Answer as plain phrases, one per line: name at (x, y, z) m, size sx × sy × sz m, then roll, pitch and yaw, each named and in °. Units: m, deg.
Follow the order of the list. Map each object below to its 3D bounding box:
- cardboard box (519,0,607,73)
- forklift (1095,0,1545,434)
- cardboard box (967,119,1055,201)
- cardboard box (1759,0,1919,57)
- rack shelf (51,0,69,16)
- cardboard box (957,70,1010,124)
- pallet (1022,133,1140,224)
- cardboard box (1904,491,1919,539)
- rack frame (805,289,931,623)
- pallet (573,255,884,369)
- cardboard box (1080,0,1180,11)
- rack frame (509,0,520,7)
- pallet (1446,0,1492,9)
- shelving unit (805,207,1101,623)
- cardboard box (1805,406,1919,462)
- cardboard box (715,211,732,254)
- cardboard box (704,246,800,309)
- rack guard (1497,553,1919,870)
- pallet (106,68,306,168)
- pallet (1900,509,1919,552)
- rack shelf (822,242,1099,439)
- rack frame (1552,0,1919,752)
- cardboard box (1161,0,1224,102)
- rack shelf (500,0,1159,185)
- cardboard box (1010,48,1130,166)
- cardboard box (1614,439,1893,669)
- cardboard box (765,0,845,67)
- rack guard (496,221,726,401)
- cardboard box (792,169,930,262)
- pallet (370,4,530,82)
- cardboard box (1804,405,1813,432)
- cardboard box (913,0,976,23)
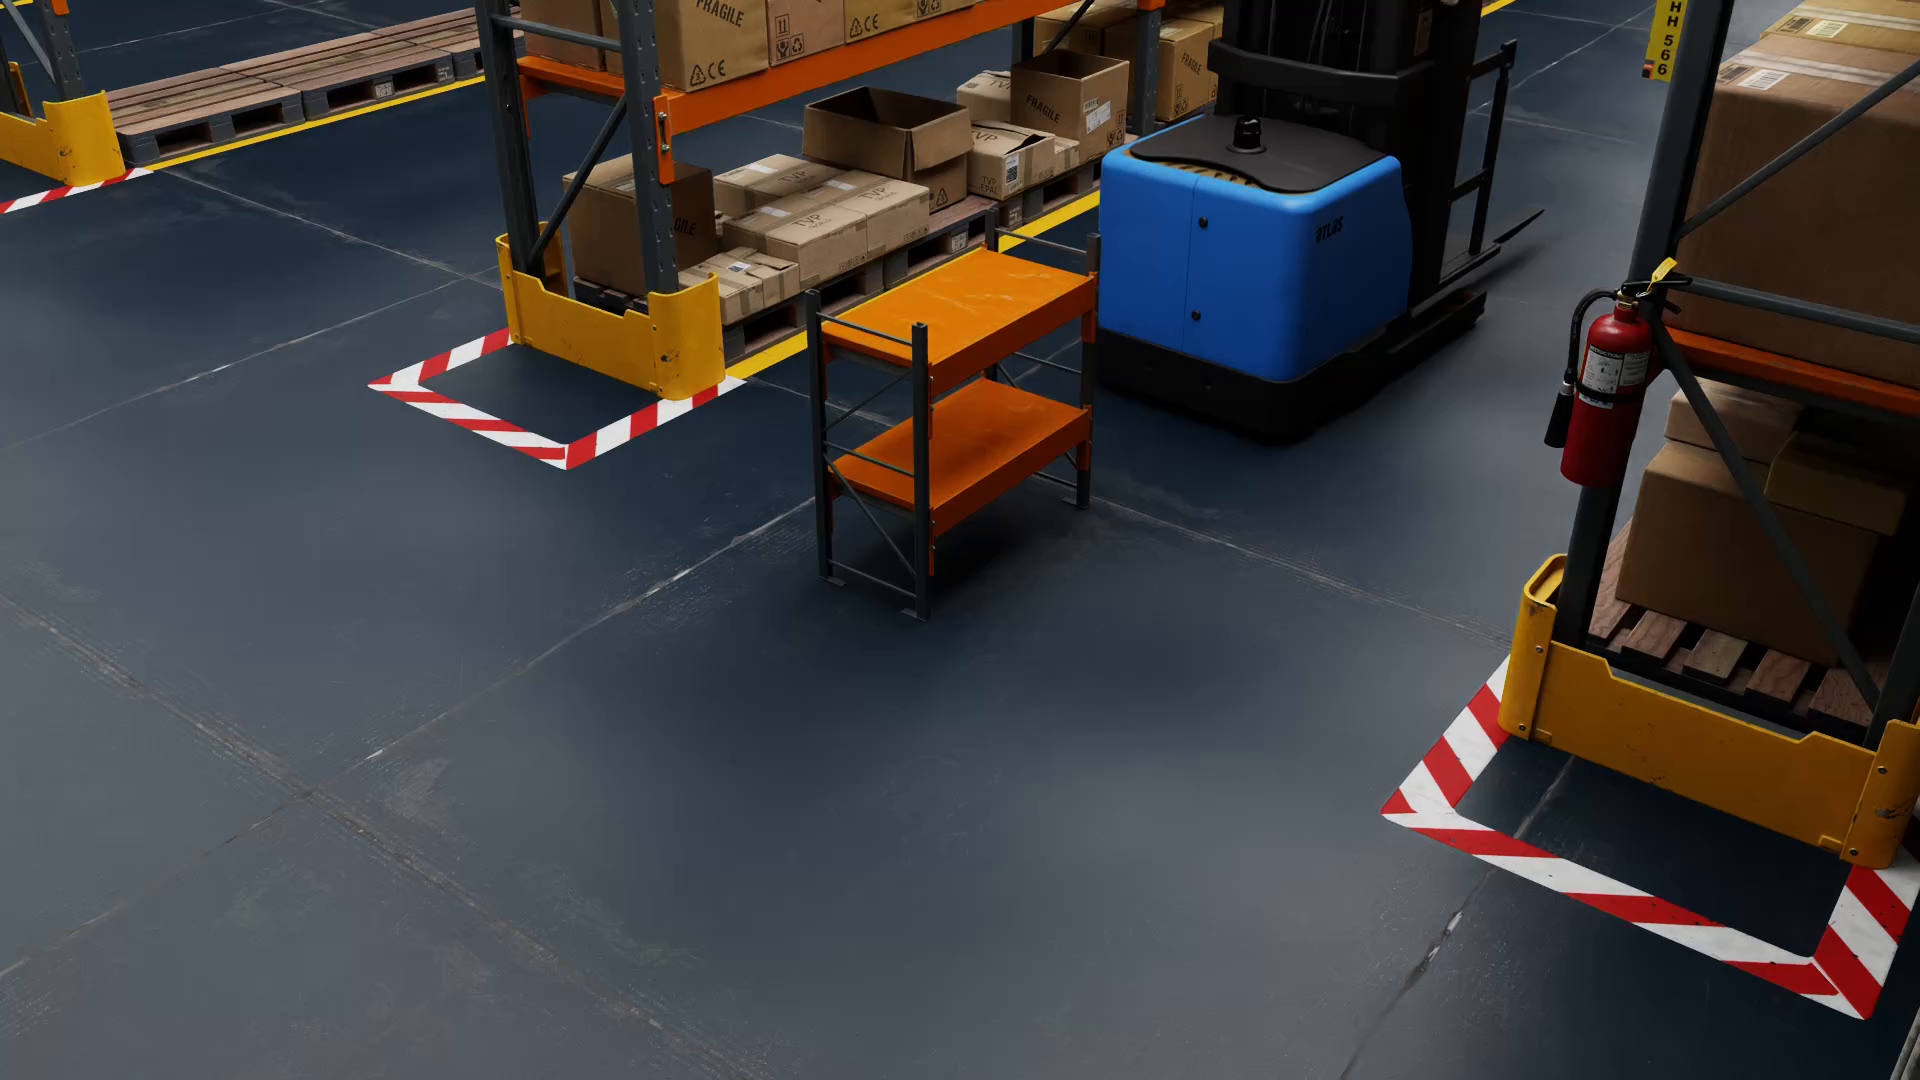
cardboard box at (-1.608, -2.423, 7.404) m, size 0.500 × 0.500 × 0.500 m, roll 22°, pitch 37°, yaw 33°
forklift at (1.914, -2.381, 7.497) m, size 1.130 × 2.935 × 3.031 m, roll 23°, pitch 38°, yaw 34°
cardboard box at (0.183, -2.149, 9.245) m, size 0.500 × 0.311 × 0.500 m, roll 21°, pitch 37°, yaw 31°
cardboard box at (3.020, -1.230, 5.194) m, size 0.980 × 0.700 × 0.700 m, roll 21°, pitch 36°, yaw 31°
rack shelf at (-4.401, -4.144, 11.111) m, size 1.077 × 0.370 × 4.000 m, roll 21°, pitch 37°, yaw 31°
cardboard box at (0.327, -2.669, 10.122) m, size 0.500 × 0.311 × 0.500 m, roll 21°, pitch 37°, yaw 31°
pallet at (0.338, -2.262, 9.964) m, size 1.003 × 0.211 × 1.213 m, roll 21°, pitch 37°, yaw 31°
cardboard box at (3.238, -0.420, 6.162) m, size 0.700 × 0.500 × 0.500 m, roll 20°, pitch 36°, yaw 30°
rack frame at (-0.311, -0.275, 5.714) m, size 0.500 × 1.125 × 0.032 m, roll 21°, pitch 37°, yaw 31°
pallet at (-1.135, -1.270, 8.291) m, size 1.003 × 0.211 × 1.213 m, roll 21°, pitch 37°, yaw 31°
cardboard box at (1.128, -3.342, 11.071) m, size 0.500 × 0.500 × 0.500 m, roll 21°, pitch 37°, yaw 31°
rack frame at (-3.194, -5.266, 12.299) m, size 1.000 × 3.000 × 0.127 m, roll 21°, pitch 37°, yaw 31°
pallet at (3.696, -4.489, 13.723) m, size 1.003 × 0.211 × 1.213 m, roll 21°, pitch 37°, yaw 31°
shelving unit at (-0.004, -0.481, 6.063) m, size 0.538 × 1.125 × 1.048 m, roll 21°, pitch 37°, yaw 31°
cardboard box at (3.022, -0.385, 5.466) m, size 0.380 × 0.149 × 0.250 m, roll 21°, pitch 37°, yaw 31°
cardboard box at (-1.213, -1.519, 8.323) m, size 0.380 × 0.166 × 0.250 m, roll 21°, pitch 37°, yaw 31°
cardboard box at (-0.984, -1.251, 7.871) m, size 0.380 × 0.166 × 0.250 m, roll 21°, pitch 37°, yaw 31°
rack guard at (2.276, 0.493, 5.032) m, size 1.175 × 0.500 × 0.348 m, roll 21°, pitch 37°, yaw 31°
pallet at (-5.079, -2.764, 10.812) m, size 1.003 × 0.211 × 1.213 m, roll 21°, pitch 37°, yaw 31°
pallet at (3.447, -0.235, 6.544) m, size 1.003 × 0.211 × 1.213 m, roll 21°, pitch 37°, yaw 31°
rack shelf at (-0.004, -0.733, 5.914) m, size 0.538 × 0.278 × 1.000 m, roll 21°, pitch 37°, yaw 31°
rack frame at (2.290, -0.592, 4.411) m, size 1.000 × 3.000 × 0.127 m, roll 21°, pitch 37°, yaw 31°
cardboard box at (1.553, -3.196, 10.826) m, size 0.500 × 0.500 × 0.500 m, roll 22°, pitch 37°, yaw 32°
rack shelf at (-0.454, -2.618, 8.536) m, size 1.077 × 0.370 × 4.000 m, roll 21°, pitch 37°, yaw 31°
cardboard box at (0.635, -2.536, 9.711) m, size 0.500 × 0.500 × 0.500 m, roll 21°, pitch 37°, yaw 31°
cardboard box at (2.633, -0.012, 5.473) m, size 0.700 × 0.500 × 0.500 m, roll 21°, pitch 37°, yaw 31°
cardboard box at (-0.876, -2.468, 7.479) m, size 0.500 × 0.500 × 0.500 m, roll 21°, pitch 36°, yaw 31°
rack guard at (-1.615, -1.070, 7.670) m, size 1.175 × 0.500 × 0.348 m, roll 21°, pitch 37°, yaw 31°
cardboard box at (-0.503, -1.661, 8.481) m, size 0.500 × 0.250 × 0.500 m, roll 21°, pitch 37°, yaw 31°
pallet at (-3.607, -3.756, 12.485) m, size 1.003 × 0.211 × 1.213 m, roll 21°, pitch 37°, yaw 31°
cardboard box at (2.719, -0.504, 5.666) m, size 0.380 × 0.149 × 0.250 m, roll 22°, pitch 37°, yaw 33°
cardboard box at (-0.268, -2.874, 8.164) m, size 0.500 × 0.500 × 0.500 m, roll 22°, pitch 37°, yaw 32°
